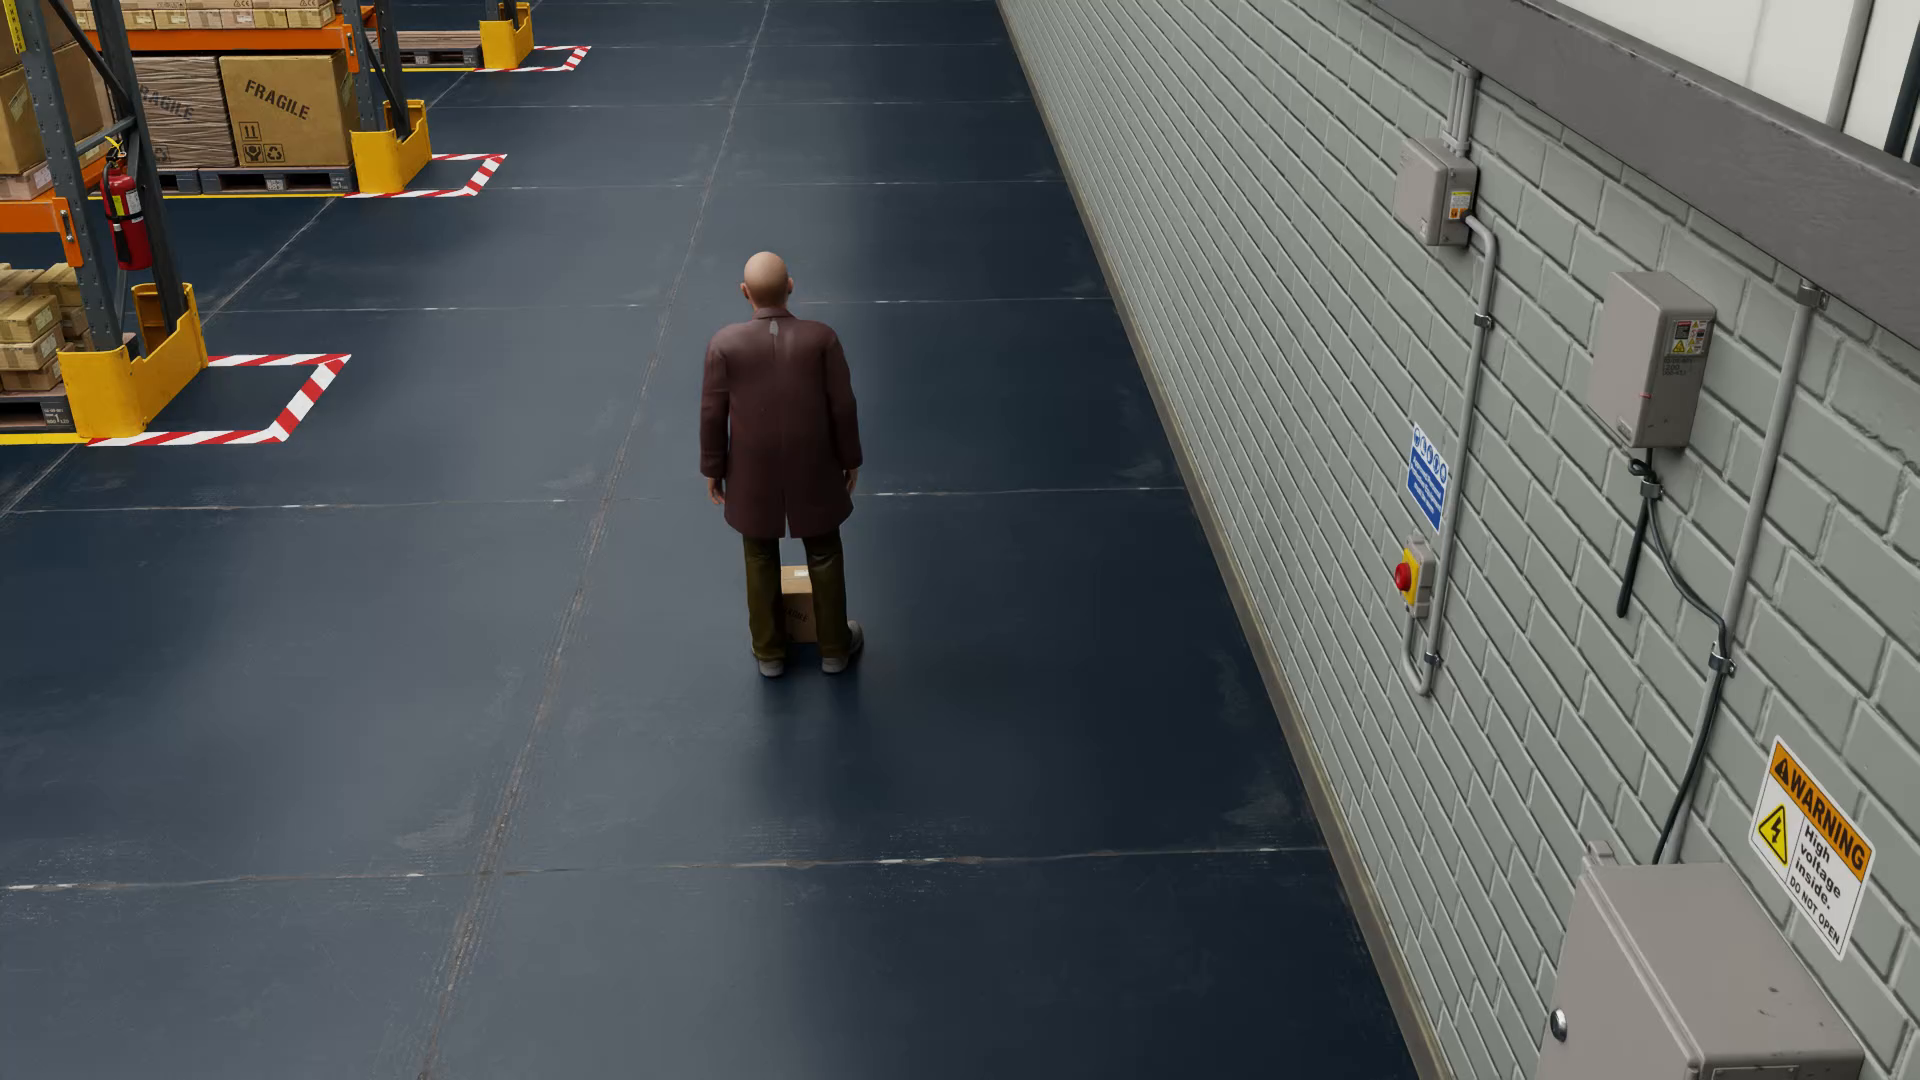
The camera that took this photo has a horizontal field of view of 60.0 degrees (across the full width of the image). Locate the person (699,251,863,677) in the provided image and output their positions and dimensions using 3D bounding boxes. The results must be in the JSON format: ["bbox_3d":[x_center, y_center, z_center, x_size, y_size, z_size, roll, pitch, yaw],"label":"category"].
[{"bbox_3d":[-0.716,-0.284,6.687,0.653,1.773,0.424,-3,27,-6],"label":"person"}]
